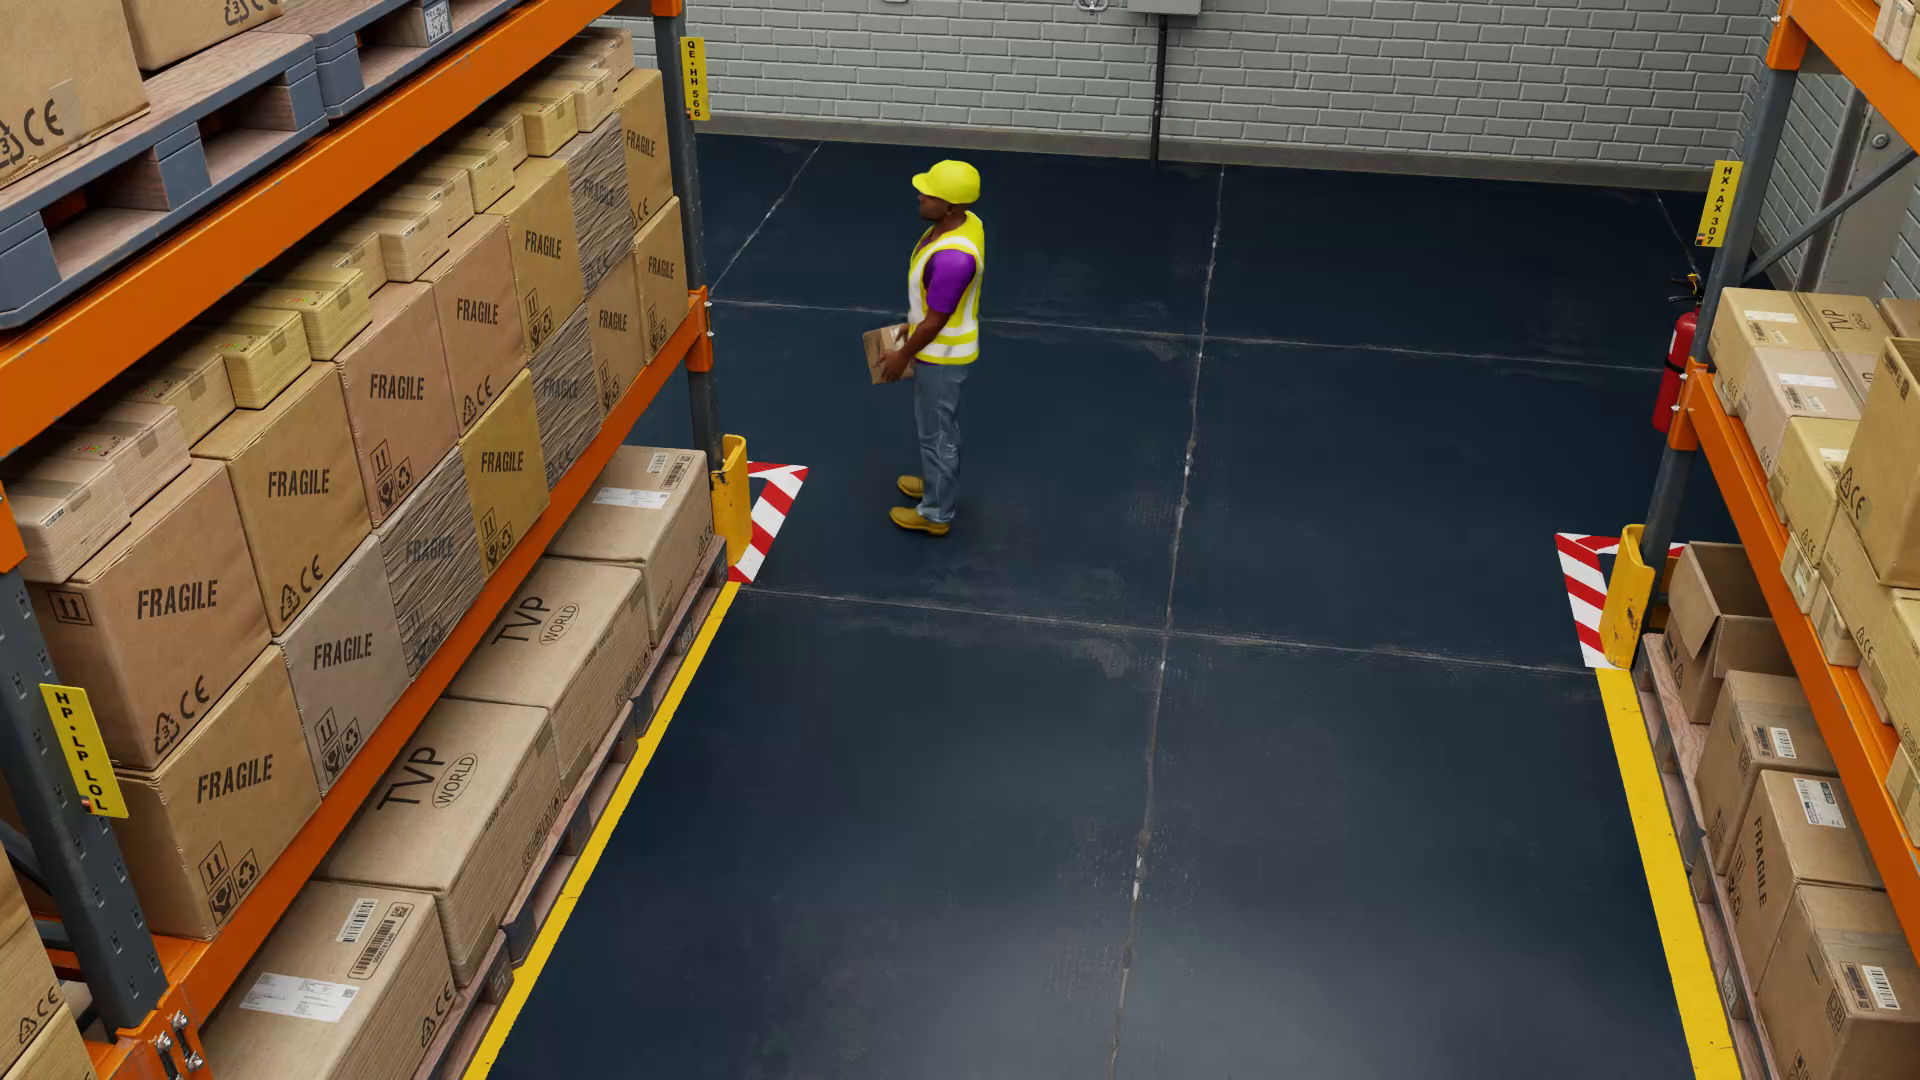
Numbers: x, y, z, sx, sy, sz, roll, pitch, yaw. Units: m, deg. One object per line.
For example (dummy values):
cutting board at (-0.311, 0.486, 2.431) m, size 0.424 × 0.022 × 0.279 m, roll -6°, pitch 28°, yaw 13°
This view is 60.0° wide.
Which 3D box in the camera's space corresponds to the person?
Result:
person at (-0.131, -0.865, 7.456) m, size 0.476 × 1.777 × 0.605 m, roll 1°, pitch 32°, yaw 2°
